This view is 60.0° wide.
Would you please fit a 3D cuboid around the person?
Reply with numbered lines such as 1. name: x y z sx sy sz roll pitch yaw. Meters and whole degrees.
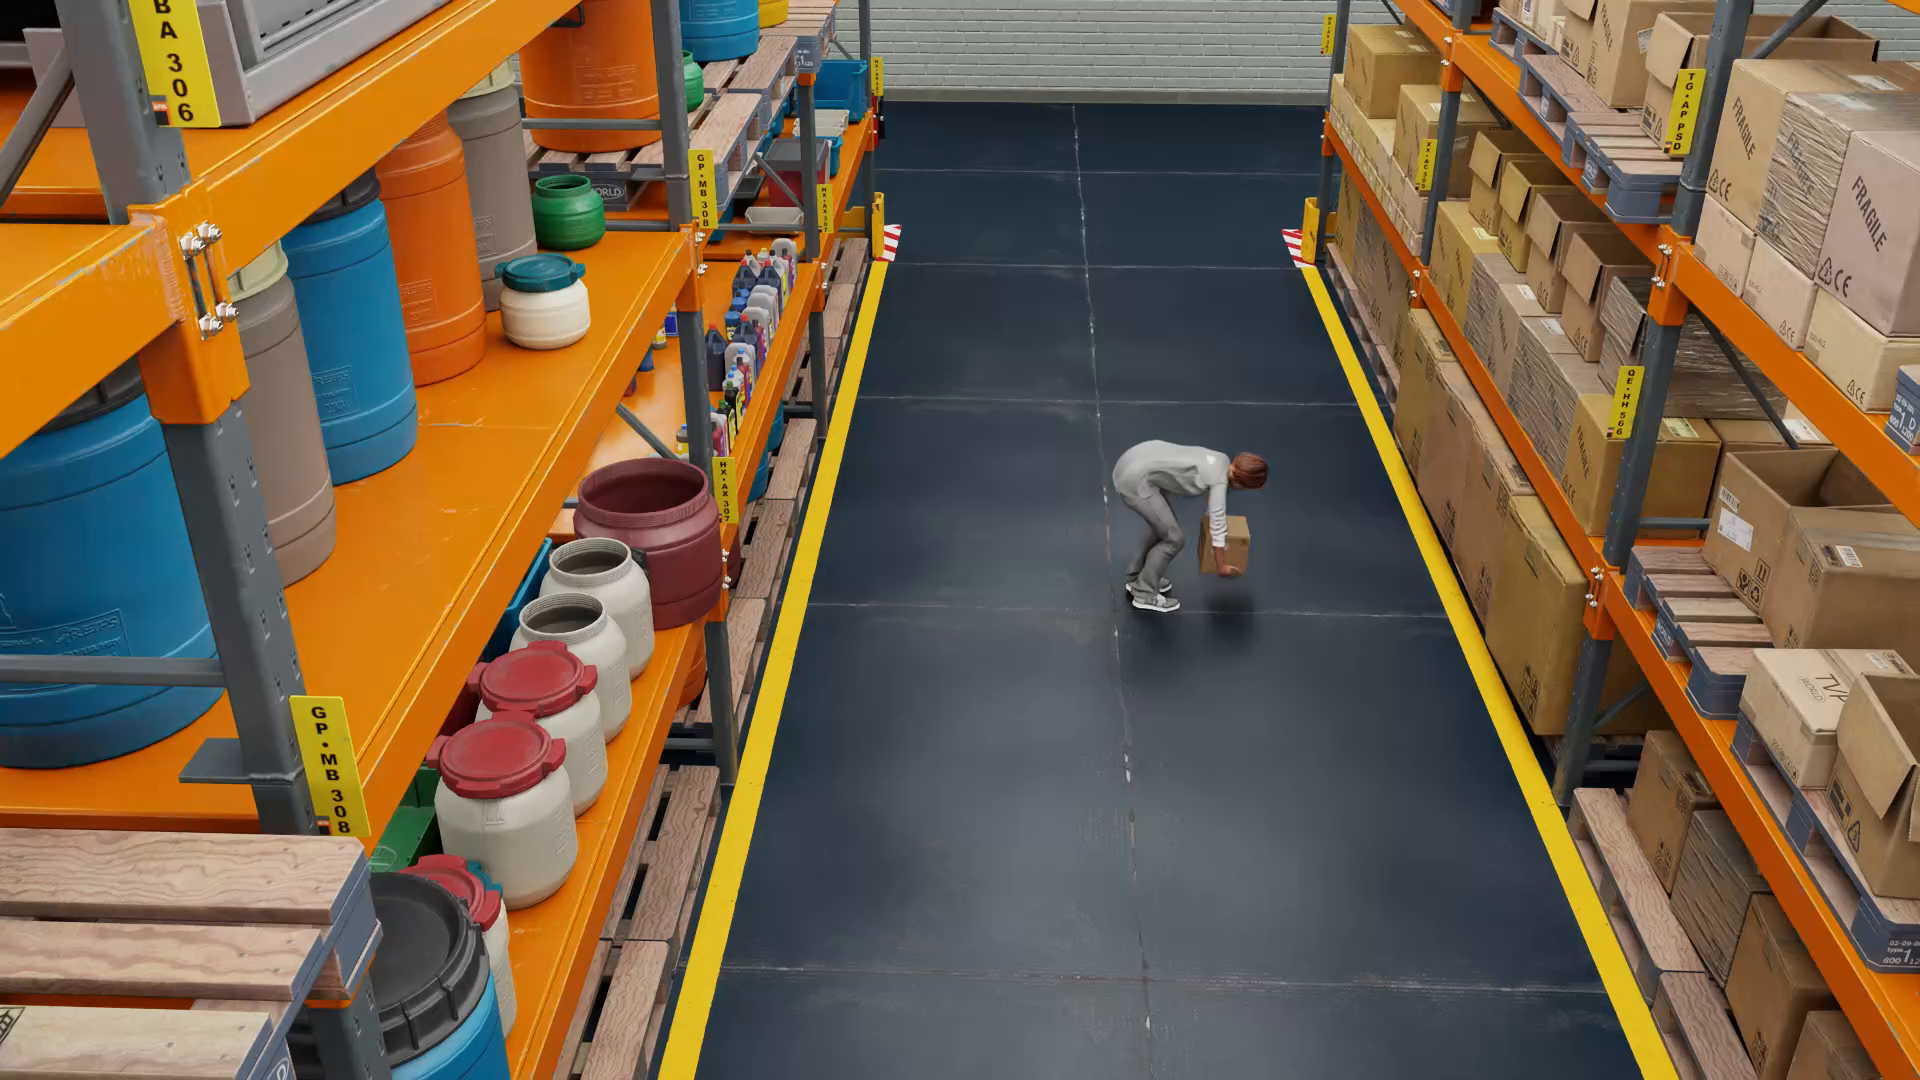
1. person: 1.287 -0.089 9.438 0.871 0.990 0.396 0 28 0
